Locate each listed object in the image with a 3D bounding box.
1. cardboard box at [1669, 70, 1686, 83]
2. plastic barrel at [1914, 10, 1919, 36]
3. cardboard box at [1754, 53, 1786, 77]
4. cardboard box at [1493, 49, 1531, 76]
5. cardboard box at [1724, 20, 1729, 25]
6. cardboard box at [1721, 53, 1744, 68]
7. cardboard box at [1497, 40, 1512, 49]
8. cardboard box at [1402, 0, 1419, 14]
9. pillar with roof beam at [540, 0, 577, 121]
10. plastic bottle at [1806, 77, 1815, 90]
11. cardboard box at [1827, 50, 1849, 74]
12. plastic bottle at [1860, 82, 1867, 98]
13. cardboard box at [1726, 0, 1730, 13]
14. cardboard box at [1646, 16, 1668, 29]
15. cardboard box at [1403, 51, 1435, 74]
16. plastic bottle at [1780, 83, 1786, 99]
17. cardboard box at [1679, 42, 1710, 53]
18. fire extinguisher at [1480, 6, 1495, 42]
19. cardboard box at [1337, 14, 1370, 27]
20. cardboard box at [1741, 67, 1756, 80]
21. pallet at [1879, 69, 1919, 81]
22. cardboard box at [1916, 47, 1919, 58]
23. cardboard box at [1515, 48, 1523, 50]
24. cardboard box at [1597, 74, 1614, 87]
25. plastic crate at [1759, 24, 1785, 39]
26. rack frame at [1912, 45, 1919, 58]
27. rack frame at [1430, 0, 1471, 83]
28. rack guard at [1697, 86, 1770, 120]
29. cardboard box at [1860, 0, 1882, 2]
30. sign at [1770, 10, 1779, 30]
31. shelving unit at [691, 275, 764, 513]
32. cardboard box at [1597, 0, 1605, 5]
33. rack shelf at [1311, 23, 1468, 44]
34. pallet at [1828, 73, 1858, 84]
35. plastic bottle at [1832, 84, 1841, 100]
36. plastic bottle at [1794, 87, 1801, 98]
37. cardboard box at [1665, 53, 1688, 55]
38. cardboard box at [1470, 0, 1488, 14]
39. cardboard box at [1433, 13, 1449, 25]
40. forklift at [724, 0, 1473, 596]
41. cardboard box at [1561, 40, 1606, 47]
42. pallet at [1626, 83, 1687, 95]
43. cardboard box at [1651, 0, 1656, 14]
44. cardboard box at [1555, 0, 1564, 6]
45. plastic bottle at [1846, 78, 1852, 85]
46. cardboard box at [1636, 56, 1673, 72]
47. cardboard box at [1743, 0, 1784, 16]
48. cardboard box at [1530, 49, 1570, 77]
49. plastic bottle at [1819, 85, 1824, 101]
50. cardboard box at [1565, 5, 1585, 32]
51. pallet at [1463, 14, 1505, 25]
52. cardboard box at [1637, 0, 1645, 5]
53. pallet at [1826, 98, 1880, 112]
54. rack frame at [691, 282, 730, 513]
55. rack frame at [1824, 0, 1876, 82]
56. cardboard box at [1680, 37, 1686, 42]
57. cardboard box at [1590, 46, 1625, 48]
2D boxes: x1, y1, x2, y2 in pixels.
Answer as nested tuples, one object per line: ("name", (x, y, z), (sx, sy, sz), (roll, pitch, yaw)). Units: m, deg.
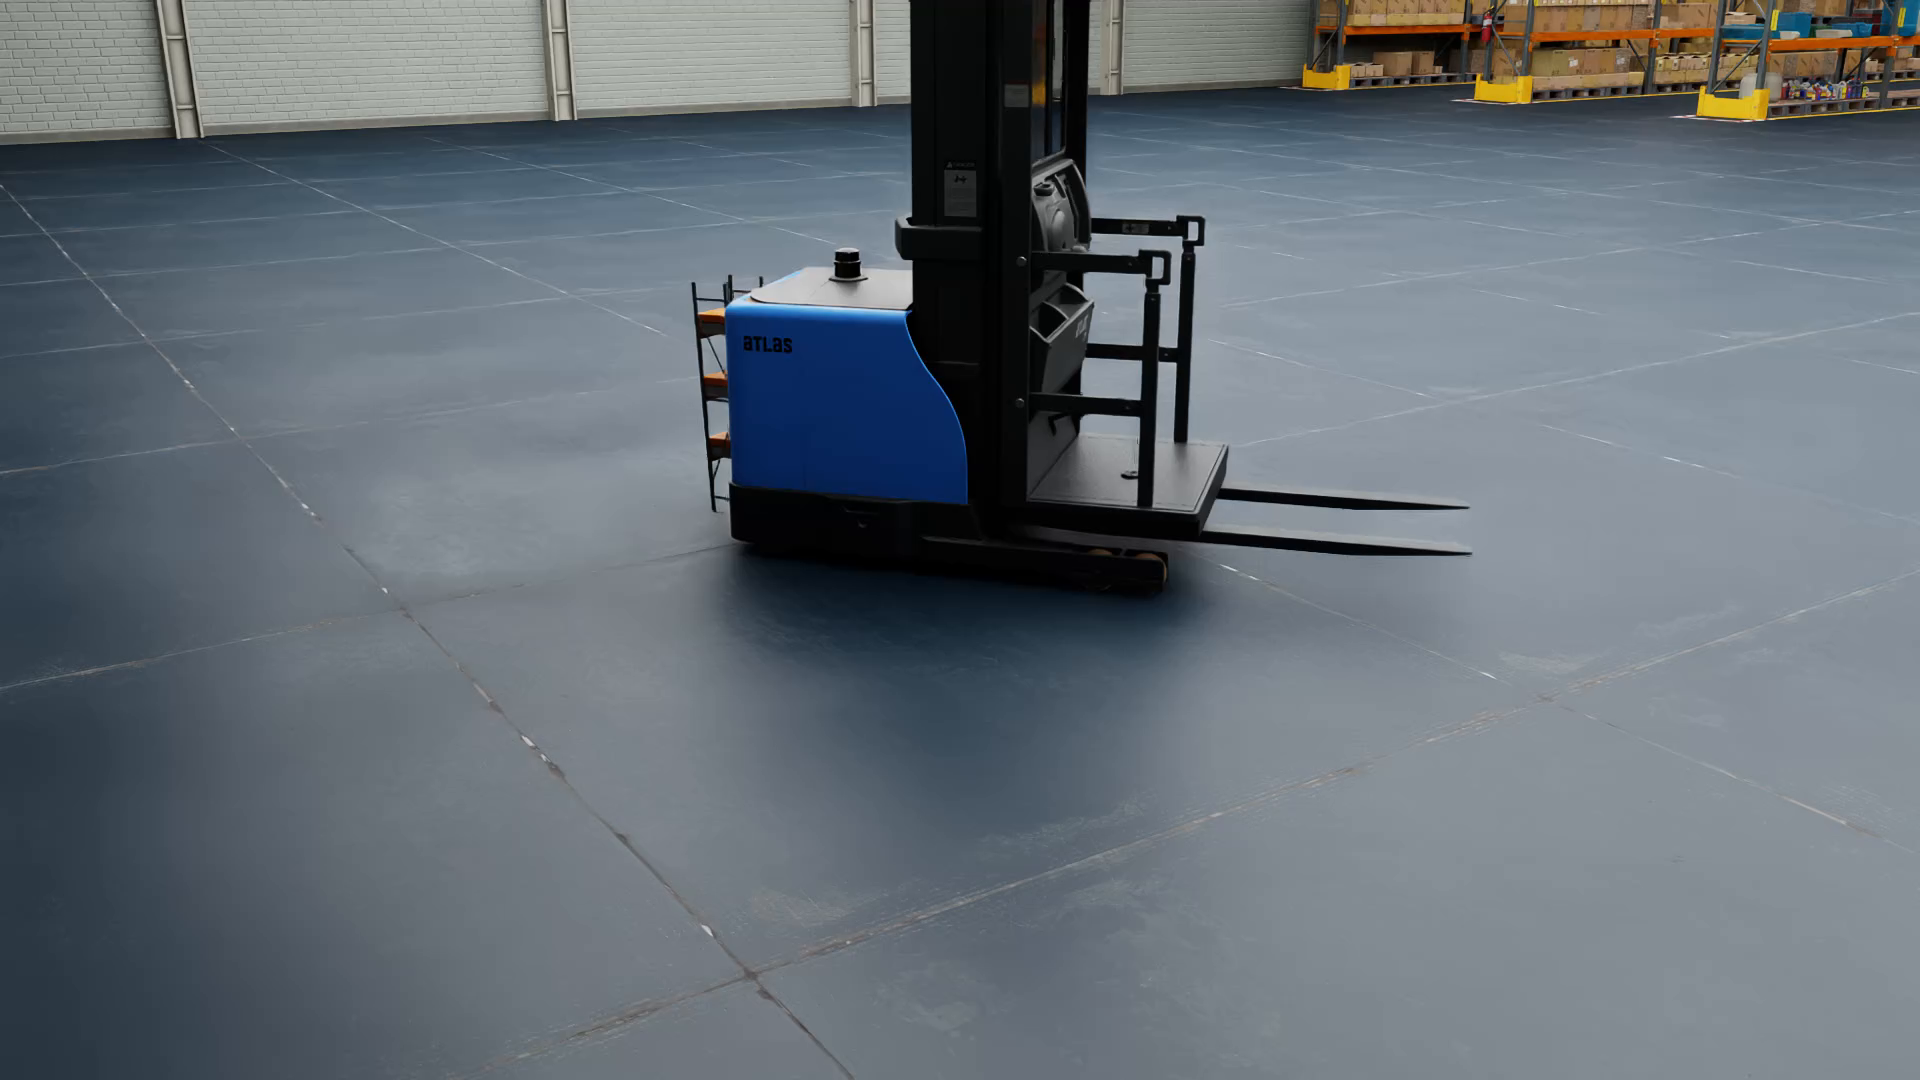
("cardboard box", (15.048, -9.859, 35.363), (0.500, 0.250, 0.500), (-11, 22, -30))
("plastic barrel", (17.788, -9.717, 31.092), (0.433, 0.535, 0.433), (0, 19, 0))
("cardboard box", (18.025, -10.601, 37.135), (0.500, 0.500, 0.500), (-11, 22, -29))
("cardboard box", (11.090, -9.590, 33.394), (0.500, 0.500, 0.500), (-12, 22, -31))
("cardboard box", (16.454, -11.215, 36.125), (0.250, 0.149, 0.380), (-10, 21, -27))
("cardboard box", (16.755, -10.484, 36.334), (0.500, 0.311, 0.500), (-12, 22, -32))
("cardboard box", (12.823, -11.878, 39.740), (0.500, 0.250, 0.500), (-13, 22, -33))
("cardboard box", (9.920, -12.054, 37.247), (0.500, 0.500, 0.500), (-11, 22, -30))
("pillar with roof beam", (-4.478, -10.363, 23.847), (0.400, 9.000, 9.100), (-12, 22, -31))
("plastic bottle", (15.808, -8.432, 30.952), (0.185, 0.351, 0.144), (-13, 23, -34))
("cardboard box", (20.156, -11.054, 38.473), (0.500, 0.500, 0.500), (-12, 22, -31))
("plastic bottle", (16.648, -8.292, 30.642), (0.133, 0.283, 0.061), (-11, 21, -29))
("cardboard box", (19.778, -14.093, 43.780), (0.700, 0.700, 0.980), (-13, 23, -34))
("cardboard box", (14.534, -10.896, 35.025), (0.500, 0.250, 0.500), (-10, 21, -28))
("cardboard box", (10.575, -11.024, 38.385), (0.500, 0.500, 0.500), (-14, 23, -35))
("plastic bottle", (15.046, -8.234, 30.484), (0.135, 0.276, 0.152), (-12, 22, -31))
("cardboard box", (19.203, -12.809, 43.696), (0.500, 0.500, 0.700), (-12, 22, -32))
("fire extinguisher", (10.452, -10.231, 32.944), (0.183, 0.674, 0.296), (-12, 22, -31))
("cardboard box", (8.661, -11.428, 36.567), (0.500, 0.250, 0.500), (-13, 22, -33))
("cardboard box", (17.182, -10.312, 36.700), (0.500, 0.250, 0.500), (-11, 22, -30))
("pallet", (22.422, -11.294, 40.321), (1.213, 0.211, 1.003), (-12, 22, -31))
("cardboard box", (23.850, -11.845, 40.814), (0.500, 0.500, 0.500), (-12, 22, -31))
("cardboard box", (13.294, -11.626, 40.167), (0.500, 0.500, 0.700), (-12, 22, -32))
("cardboard box", (13.047, -9.447, 34.144), (0.500, 0.250, 0.500), (-12, 22, -31))
("plastic crate", (14.326, -9.049, 29.560), (0.408, 0.251, 0.499), (-12, 22, -31))
("rack frame", (24.169, -12.982, 40.962), (0.127, 3.000, 1.000), (-12, 22, -31))
("rack frame", (11.419, -12.193, 38.627), (0.127, 3.000, 1.000), (-12, 22, -31))
("rack guard", (13.565, -7.680, 29.182), (0.348, 0.500, 1.175), (-12, 22, -31))
("cardboard box", (21.377, -12.807, 38.725), (0.500, 0.500, 0.500), (-11, 22, -30))
("sign", (13.826, -8.822, 28.223), (0.005, 0.325, 0.100), (-12, 22, -31))
("shelving unit", (-1.006, -0.652, 7.515), (0.215, 1.050, 0.252), (8, 20, 33))
("cardboard box", (12.756, -10.847, 33.478), (0.250, 0.149, 0.380), (-11, 22, -30))
("rack shelf", (9.749, -11.500, 37.701), (4.000, 0.370, 1.077), (-12, 22, -31))
("pallet", (20.170, -10.803, 38.871), (1.213, 0.211, 1.003), (-12, 22, -31))
("plastic bottle", (15.921, -8.152, 30.241), (0.135, 0.276, 0.152), (-11, 22, -30))
("plastic bottle", (15.401, -8.229, 30.585), (0.097, 0.201, 0.097), (0, 19, 0))
("cardboard box", (15.598, -10.447, 36.224), (0.500, 0.311, 0.500), (-12, 22, -32))
("cardboard box", (11.863, -12.529, 38.779), (0.500, 0.500, 0.700), (-12, 22, -31))
("cardboard box", (10.770, -11.881, 37.909), (0.500, 0.250, 0.500), (-12, 22, -31))
("forklift", (0.599, -1.356, 6.680), (3.031, 2.935, 1.130), (5, 19, 14))
("cardboard box", (15.446, -12.173, 41.268), (0.750, 0.750, 0.750), (-12, 22, -32))
("pallet", (14.741, -9.688, 35.571), (1.213, 0.211, 1.003), (-12, 22, -31))
("cardboard box", (17.433, -13.559, 42.015), (0.500, 0.500, 0.500), (-12, 22, -31))
("cardboard box", (11.680, -10.621, 32.809), (0.250, 0.149, 0.380), (-12, 22, -31))
("plastic bottle", (16.409, -8.345, 30.693), (0.185, 0.351, 0.144), (-12, 22, -31))
("cardboard box", (14.629, -10.037, 35.012), (0.500, 0.311, 0.500), (-12, 22, -31))
("cardboard box", (17.952, -11.961, 37.128), (0.700, 0.500, 0.500), (14, 23, 35))
("cardboard box", (11.793, -9.539, 33.244), (0.500, 0.500, 0.500), (-12, 22, -31))
("plastic bottle", (15.499, -8.051, 29.948), (0.097, 0.271, 0.097), (0, 19, 0))
("cardboard box", (12.057, -10.470, 33.375), (0.500, 0.500, 0.700), (-12, 22, -31))
("pallet", (12.138, -12.198, 38.941), (1.213, 0.211, 1.003), (-12, 22, -31))
("cardboard box", (13.830, -11.075, 34.152), (0.250, 0.149, 0.380), (-12, 22, -33))
("pallet", (16.284, -8.115, 30.919), (1.213, 0.211, 1.003), (-12, 22, -31))
("rack frame", (-1.074, -0.620, 7.418), (0.200, 1.050, 0.008), (8, 20, 33))
("rack frame", (20.828, -12.278, 38.878), (0.127, 3.000, 1.000), (-12, 22, -31))
("cardboard box", (19.210, -13.196, 43.829), (0.250, 0.149, 0.380), (-13, 22, -33))
("cardboard box", (13.587, -10.122, 34.969), (0.500, 0.500, 0.500), (-12, 22, -31))
